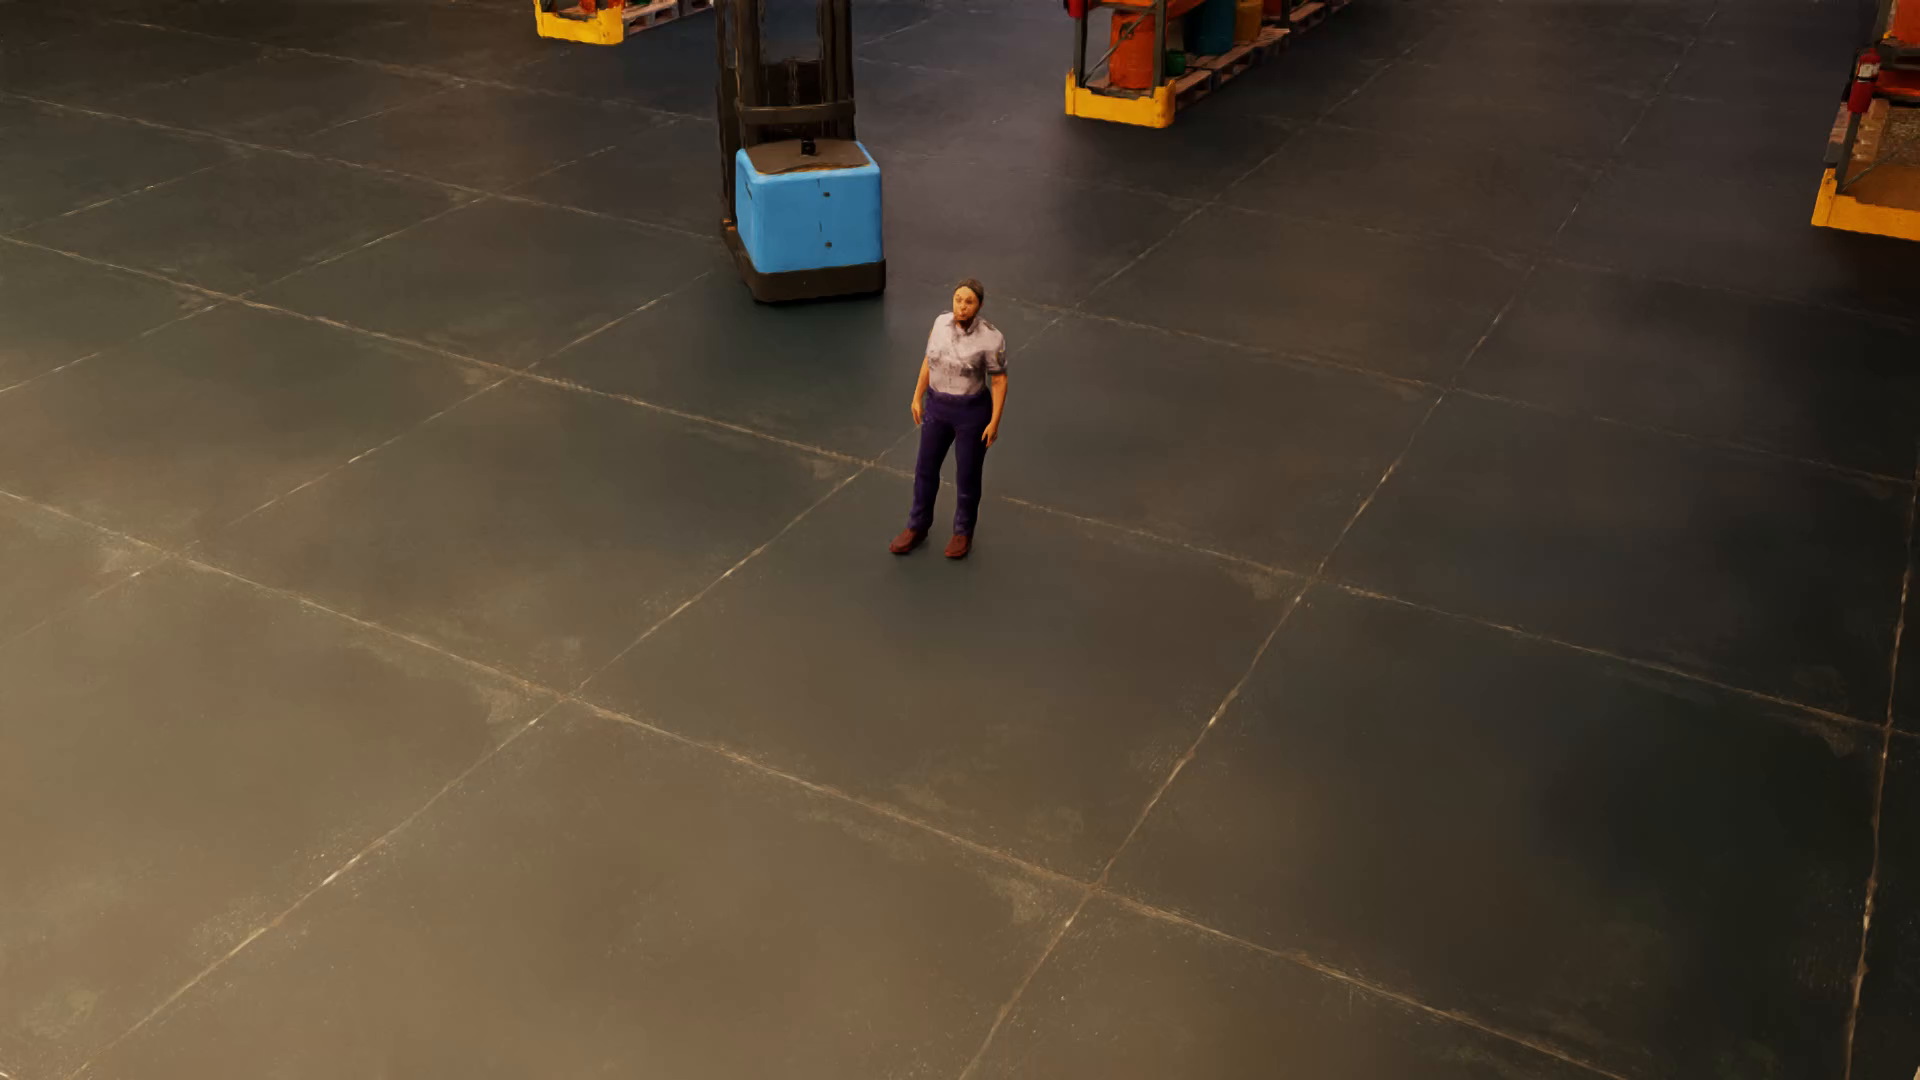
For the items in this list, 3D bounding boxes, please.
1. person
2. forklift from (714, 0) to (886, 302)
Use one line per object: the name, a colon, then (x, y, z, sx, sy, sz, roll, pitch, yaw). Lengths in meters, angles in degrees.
person: (-0.063, -0.686, 9.529, 0.599, 1.650, 0.502, 15, 33, 25)
forklift: (-1.481, -3.872, 13.779, 1.130, 2.935, 3.031, -8, 31, -13)
